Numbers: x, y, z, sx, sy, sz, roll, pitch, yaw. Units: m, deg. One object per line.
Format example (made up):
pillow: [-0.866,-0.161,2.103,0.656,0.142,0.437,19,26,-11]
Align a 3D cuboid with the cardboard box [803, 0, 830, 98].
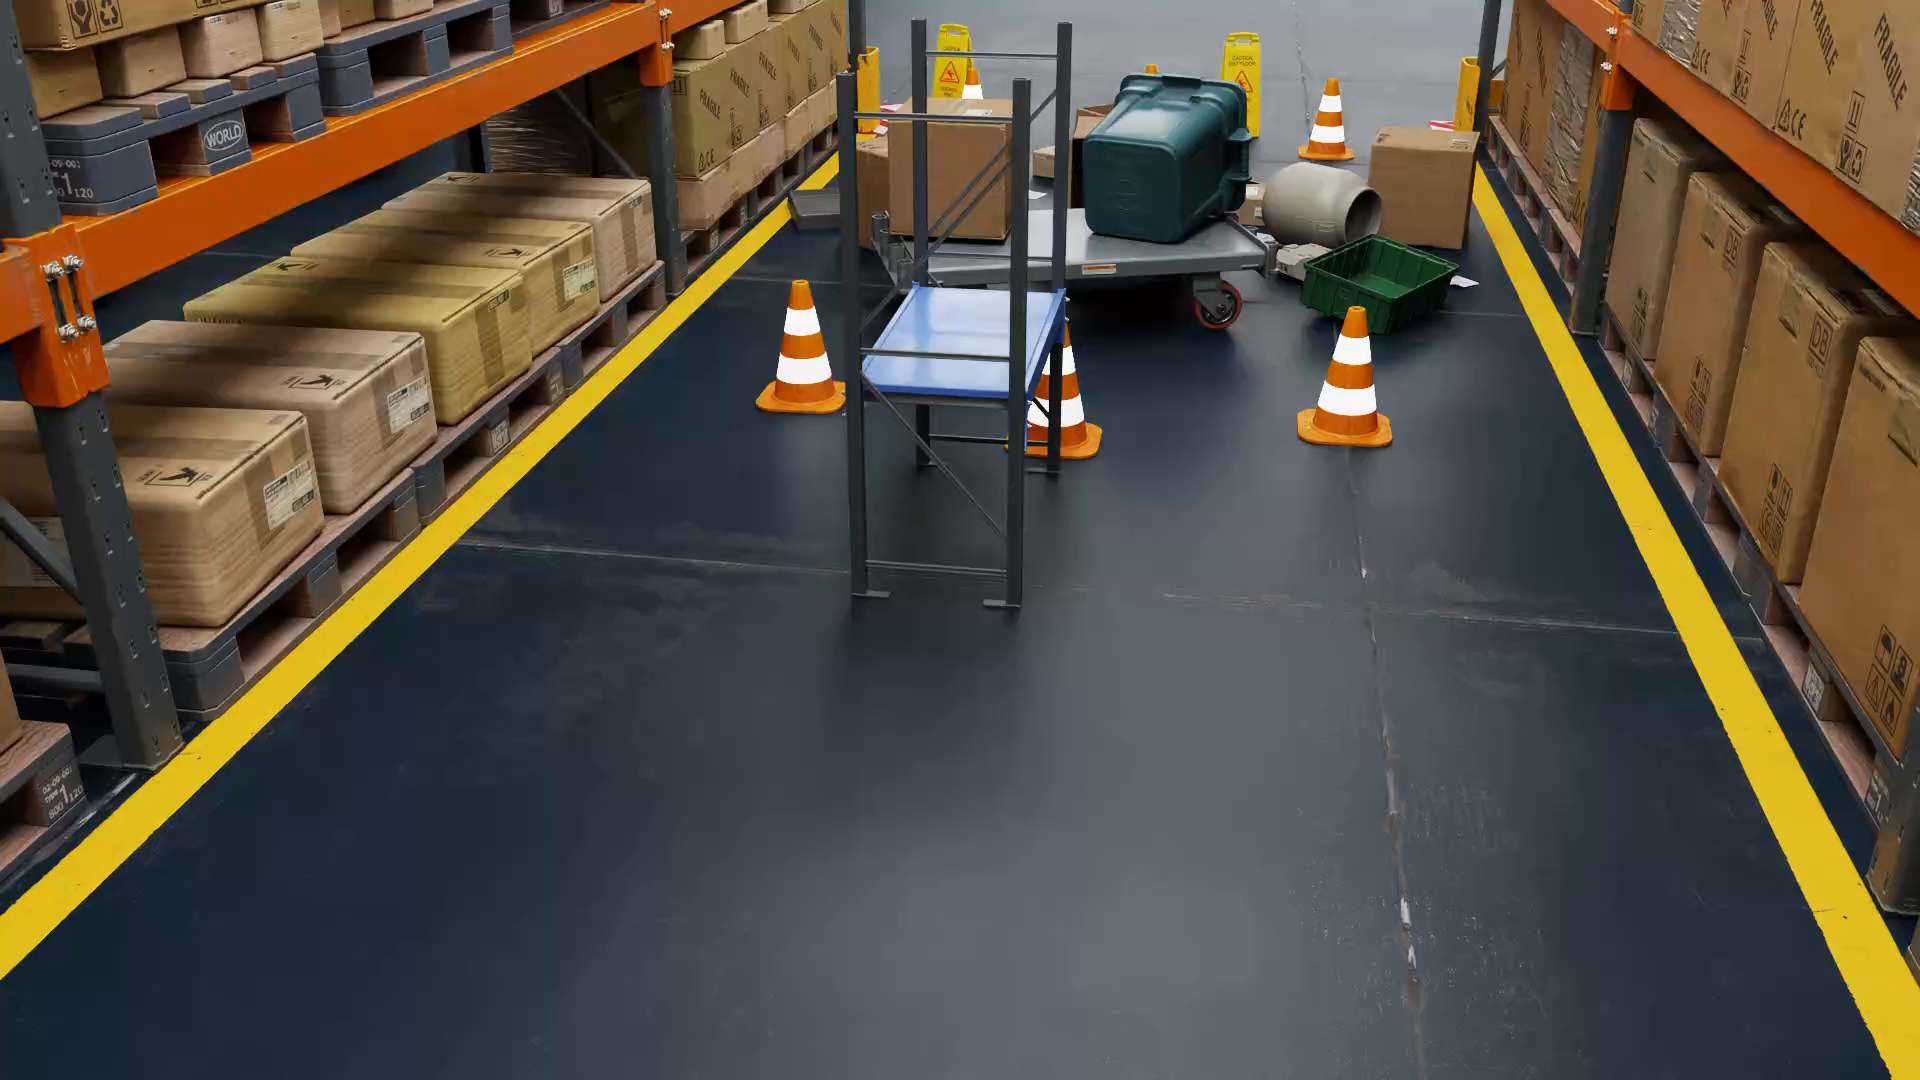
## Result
cardboard box: [-1.081,-2.909,9.789,0.500,0.500,0.500,5,26,10]

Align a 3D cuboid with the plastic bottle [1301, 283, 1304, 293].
plastic bottle: [1.677,-1.111,7.552,0.133,0.061,0.283,-9,27,-19]

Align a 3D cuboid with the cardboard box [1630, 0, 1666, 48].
cardboard box: [2.770,-2.066,6.008,0.500,0.500,0.500,4,25,9]

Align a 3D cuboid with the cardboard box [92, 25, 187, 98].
cardboard box: [-2.117,-1.165,4.002,0.380,0.149,0.250,2,25,5]

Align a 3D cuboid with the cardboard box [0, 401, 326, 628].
cardboard box: [-2.330,-0.085,4.499,0.950,0.372,0.625,2,25,5]

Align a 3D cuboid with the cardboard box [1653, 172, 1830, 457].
cardboard box: [2.947,-0.724,5.418,1.050,0.750,0.750,4,25,9]

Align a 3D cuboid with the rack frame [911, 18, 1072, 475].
rack frame: [0.097,-0.928,5.462,0.500,1.500,0.032,4,25,9]

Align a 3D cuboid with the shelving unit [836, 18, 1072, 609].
shelving unit: [0.014,-0.715,5.008,0.538,1.500,1.048,4,25,9]

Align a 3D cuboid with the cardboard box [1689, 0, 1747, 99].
cardboard box: [2.604,-1.646,5.110,0.500,0.500,0.500,4,25,8]

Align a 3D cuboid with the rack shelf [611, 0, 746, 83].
rack shelf: [-1.452,-3.033,9.041,1.077,0.370,4.000,4,25,9]

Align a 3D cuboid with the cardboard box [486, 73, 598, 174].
cardboard box: [-1.947,-2.073,8.005,0.500,0.500,0.500,4,25,8]

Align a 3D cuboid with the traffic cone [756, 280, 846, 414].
traffic cone: [-0.600,-0.758,6.324,0.336,0.463,0.334,4,25,9]

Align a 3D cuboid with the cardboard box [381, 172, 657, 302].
cardboard box: [-1.862,-1.303,7.100,0.950,0.372,0.625,4,25,9]

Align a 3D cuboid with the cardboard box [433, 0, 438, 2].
cardboard box: [-1.916,-1.836,5.435,0.380,0.149,0.250,3,25,7]

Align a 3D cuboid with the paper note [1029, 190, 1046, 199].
paper note: [0.397,-1.968,9.431,0.148,0.019,0.142,13,28,26]

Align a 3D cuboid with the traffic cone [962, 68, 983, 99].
traffic cone: [0.077,-2.778,10.638,0.336,0.463,0.334,4,25,9]

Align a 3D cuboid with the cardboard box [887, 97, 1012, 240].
cardboard box: [-0.018,-1.623,7.234,0.500,0.500,0.500,4,25,9]

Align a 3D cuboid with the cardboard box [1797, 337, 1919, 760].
cardboard box: [2.656,0.031,3.804,1.050,0.750,0.750,4,25,8]

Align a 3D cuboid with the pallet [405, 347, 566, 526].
pallet: [-2.102,-0.422,5.903,1.003,0.211,1.213,4,25,9]

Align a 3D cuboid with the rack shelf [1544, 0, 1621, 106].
rack shelf: [3.448,-2.733,8.398,1.077,0.370,4.000,4,25,9]

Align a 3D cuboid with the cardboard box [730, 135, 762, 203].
cardboard box: [-1.340,-1.920,8.561,0.500,0.250,0.500,5,26,11]

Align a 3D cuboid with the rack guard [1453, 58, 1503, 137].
rack guard: [3.779,-2.773,10.584,1.175,0.500,0.348,4,25,9]

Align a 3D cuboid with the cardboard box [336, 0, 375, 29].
cardboard box: [-1.991,-1.617,4.967,0.380,0.149,0.250,5,26,11]

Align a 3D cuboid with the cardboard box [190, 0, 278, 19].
cardboard box: [-2.053,-1.611,4.189,0.500,0.500,0.500,5,26,11]

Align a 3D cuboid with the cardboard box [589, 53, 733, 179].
cardboard box: [-1.416,-2.035,7.923,0.500,0.500,0.500,5,26,11]

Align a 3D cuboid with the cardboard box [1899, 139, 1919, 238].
cardboard box: [2.276,-0.801,3.306,0.500,0.500,0.500,4,25,9]

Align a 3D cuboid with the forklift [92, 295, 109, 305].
forklift: [-4.458,-2.314,6.737,1.130,2.935,3.031,4,25,8]

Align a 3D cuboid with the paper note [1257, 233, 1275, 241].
paper note: [1.538,-1.569,8.574,0.172,0.023,0.155,13,28,26]

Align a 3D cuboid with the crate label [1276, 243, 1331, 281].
crate label: [1.650,-1.316,7.900,0.298,0.136,0.250,-14,29,-27]

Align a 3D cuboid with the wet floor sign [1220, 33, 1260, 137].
wet floor sign: [1.826,-2.978,10.851,0.267,0.644,0.232,0,25,-1]

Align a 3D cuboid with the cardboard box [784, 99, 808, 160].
cardboard box: [-1.164,-2.349,9.477,0.500,0.250,0.500,3,25,7]

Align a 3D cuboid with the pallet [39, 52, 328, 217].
pallet: [-2.421,-1.068,4.220,1.213,0.211,1.003,4,25,9]

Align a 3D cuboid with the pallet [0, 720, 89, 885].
pallet: [-2.636,0.738,3.425,1.003,0.211,1.213,4,25,9]

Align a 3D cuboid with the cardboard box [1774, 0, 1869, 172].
cardboard box: [2.441,-1.219,4.198,0.500,0.500,0.500,4,25,8]

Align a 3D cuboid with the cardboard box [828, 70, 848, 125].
cardboard box: [-0.996,-2.774,10.386,0.500,0.250,0.500,4,25,8]

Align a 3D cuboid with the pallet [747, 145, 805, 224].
pallet: [-1.507,-2.055,9.391,1.003,0.211,1.213,4,25,9]

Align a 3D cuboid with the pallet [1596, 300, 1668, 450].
pallet: [3.069,-0.631,6.350,1.003,0.211,1.213,4,25,9]

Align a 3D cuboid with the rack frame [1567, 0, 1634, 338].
rack frame: [3.121,-2.222,6.459,1.000,3.000,0.127,4,25,9]

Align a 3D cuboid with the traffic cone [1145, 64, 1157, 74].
traffic cone: [1.228,-2.843,10.778,0.336,0.463,0.334,4,25,9]

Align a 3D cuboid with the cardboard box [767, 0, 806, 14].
cardboard box: [-1.081,-3.048,9.321,0.380,0.149,0.250,5,26,11]

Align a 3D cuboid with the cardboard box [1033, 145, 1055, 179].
cardboard box: [0.654,-2.217,9.810,0.380,0.149,0.250,19,31,35]

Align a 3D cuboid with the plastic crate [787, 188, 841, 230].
plastic crate: [-0.713,-1.800,9.002,0.402,0.080,0.583,-5,25,-10]

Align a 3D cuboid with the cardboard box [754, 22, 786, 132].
cardboard box: [-1.254,-2.477,8.867,0.500,0.500,0.500,5,26,11]

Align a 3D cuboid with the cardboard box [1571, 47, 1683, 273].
cardboard box: [3.293,-1.708,7.372,0.875,0.875,0.875,4,25,9]

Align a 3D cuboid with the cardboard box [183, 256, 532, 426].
cardboard box: [-2.088,-0.711,5.836,0.950,0.372,0.625,5,26,10]

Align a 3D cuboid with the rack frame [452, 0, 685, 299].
rack frame: [-1.779,-2.523,7.101,1.000,3.000,0.127,4,25,9]

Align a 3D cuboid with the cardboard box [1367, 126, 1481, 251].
cardboard box: [2.362,-1.811,8.527,0.500,0.500,0.500,8,26,18]

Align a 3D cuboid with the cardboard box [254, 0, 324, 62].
cardboard box: [-1.961,-1.390,4.482,0.380,0.149,0.250,4,25,9]

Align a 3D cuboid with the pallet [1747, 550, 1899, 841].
pallet: [2.671,0.389,4.169,1.003,0.211,1.213,4,25,9]

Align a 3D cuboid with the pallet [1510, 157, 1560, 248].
pallet: [3.520,-1.783,8.811,1.003,0.211,1.213,4,25,9]

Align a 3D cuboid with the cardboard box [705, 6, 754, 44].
cardboard box: [-1.254,-2.592,8.348,0.380,0.149,0.250,5,26,11]

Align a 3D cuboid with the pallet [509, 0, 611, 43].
pallet: [-2.047,-2.126,6.481,1.003,0.211,1.213,4,25,9]

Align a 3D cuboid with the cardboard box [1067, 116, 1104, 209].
cardboard box: [0.941,-1.825,8.395,0.797,0.637,0.503,4,25,9]

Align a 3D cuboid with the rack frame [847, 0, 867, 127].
rack frame: [-1.125,-4.196,10.675,1.000,3.000,0.127,4,25,9]

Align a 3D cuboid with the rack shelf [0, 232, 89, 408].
rack shelf: [-2.759,0.312,1.893,1.077,0.370,4.000,4,25,9]

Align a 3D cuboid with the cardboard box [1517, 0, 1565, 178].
cardboard box: [3.587,-2.467,8.992,0.875,0.875,0.875,4,25,8]
